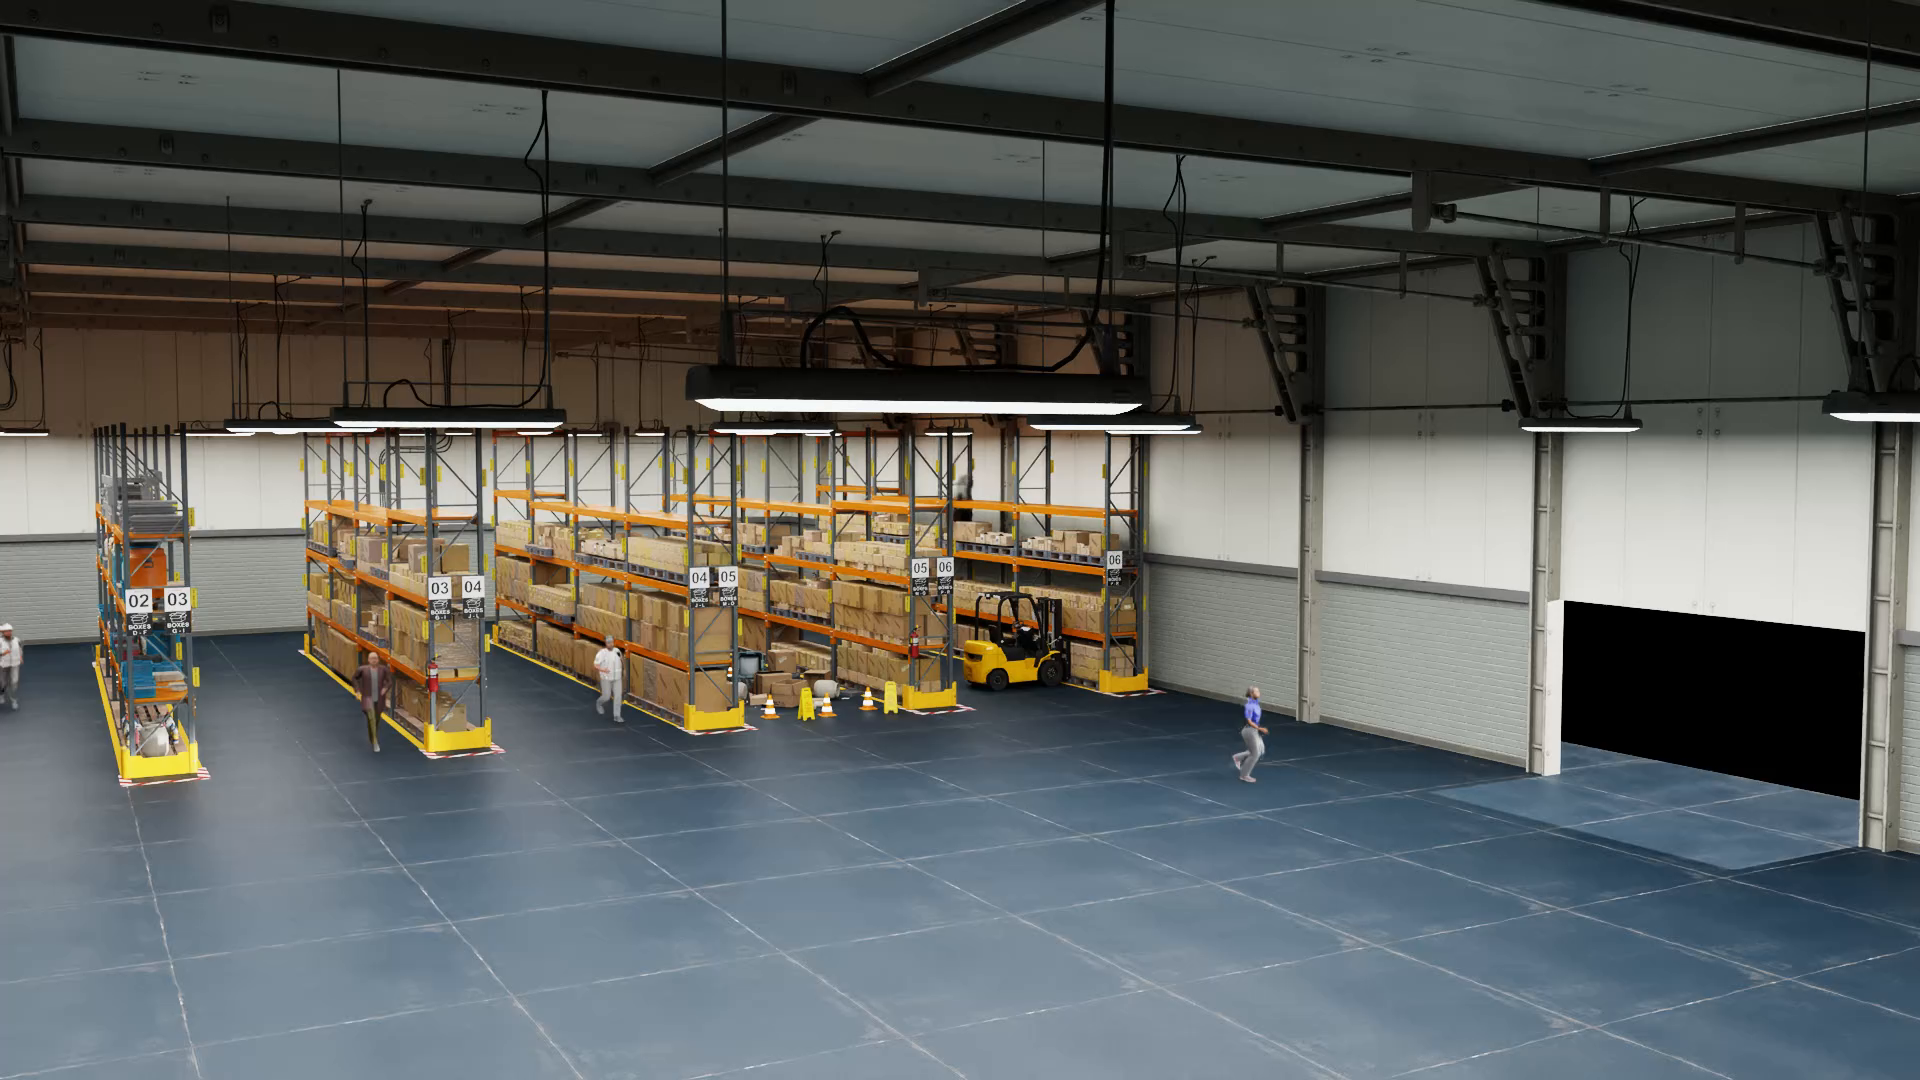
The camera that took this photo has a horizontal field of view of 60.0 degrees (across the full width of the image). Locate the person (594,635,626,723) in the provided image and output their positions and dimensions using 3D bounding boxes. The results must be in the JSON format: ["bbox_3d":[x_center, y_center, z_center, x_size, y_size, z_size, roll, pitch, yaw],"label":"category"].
[{"bbox_3d":[-7.082,2.796,33.781,0.678,1.747,0.992,-2,4,-34],"label":"person"}]

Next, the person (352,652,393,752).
[{"bbox_3d":[-10.861,2.981,30.788,0.693,1.842,0.923,-2,4,-30],"label":"person"}]

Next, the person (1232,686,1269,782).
[{"bbox_3d":[4.877,3.237,27.874,0.631,1.617,0.589,1,4,19],"label":"person"}]

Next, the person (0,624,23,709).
[{"bbox_3d":[-20.242,2.666,35.350,0.652,1.767,0.969,-3,5,-42],"label":"person"}]
